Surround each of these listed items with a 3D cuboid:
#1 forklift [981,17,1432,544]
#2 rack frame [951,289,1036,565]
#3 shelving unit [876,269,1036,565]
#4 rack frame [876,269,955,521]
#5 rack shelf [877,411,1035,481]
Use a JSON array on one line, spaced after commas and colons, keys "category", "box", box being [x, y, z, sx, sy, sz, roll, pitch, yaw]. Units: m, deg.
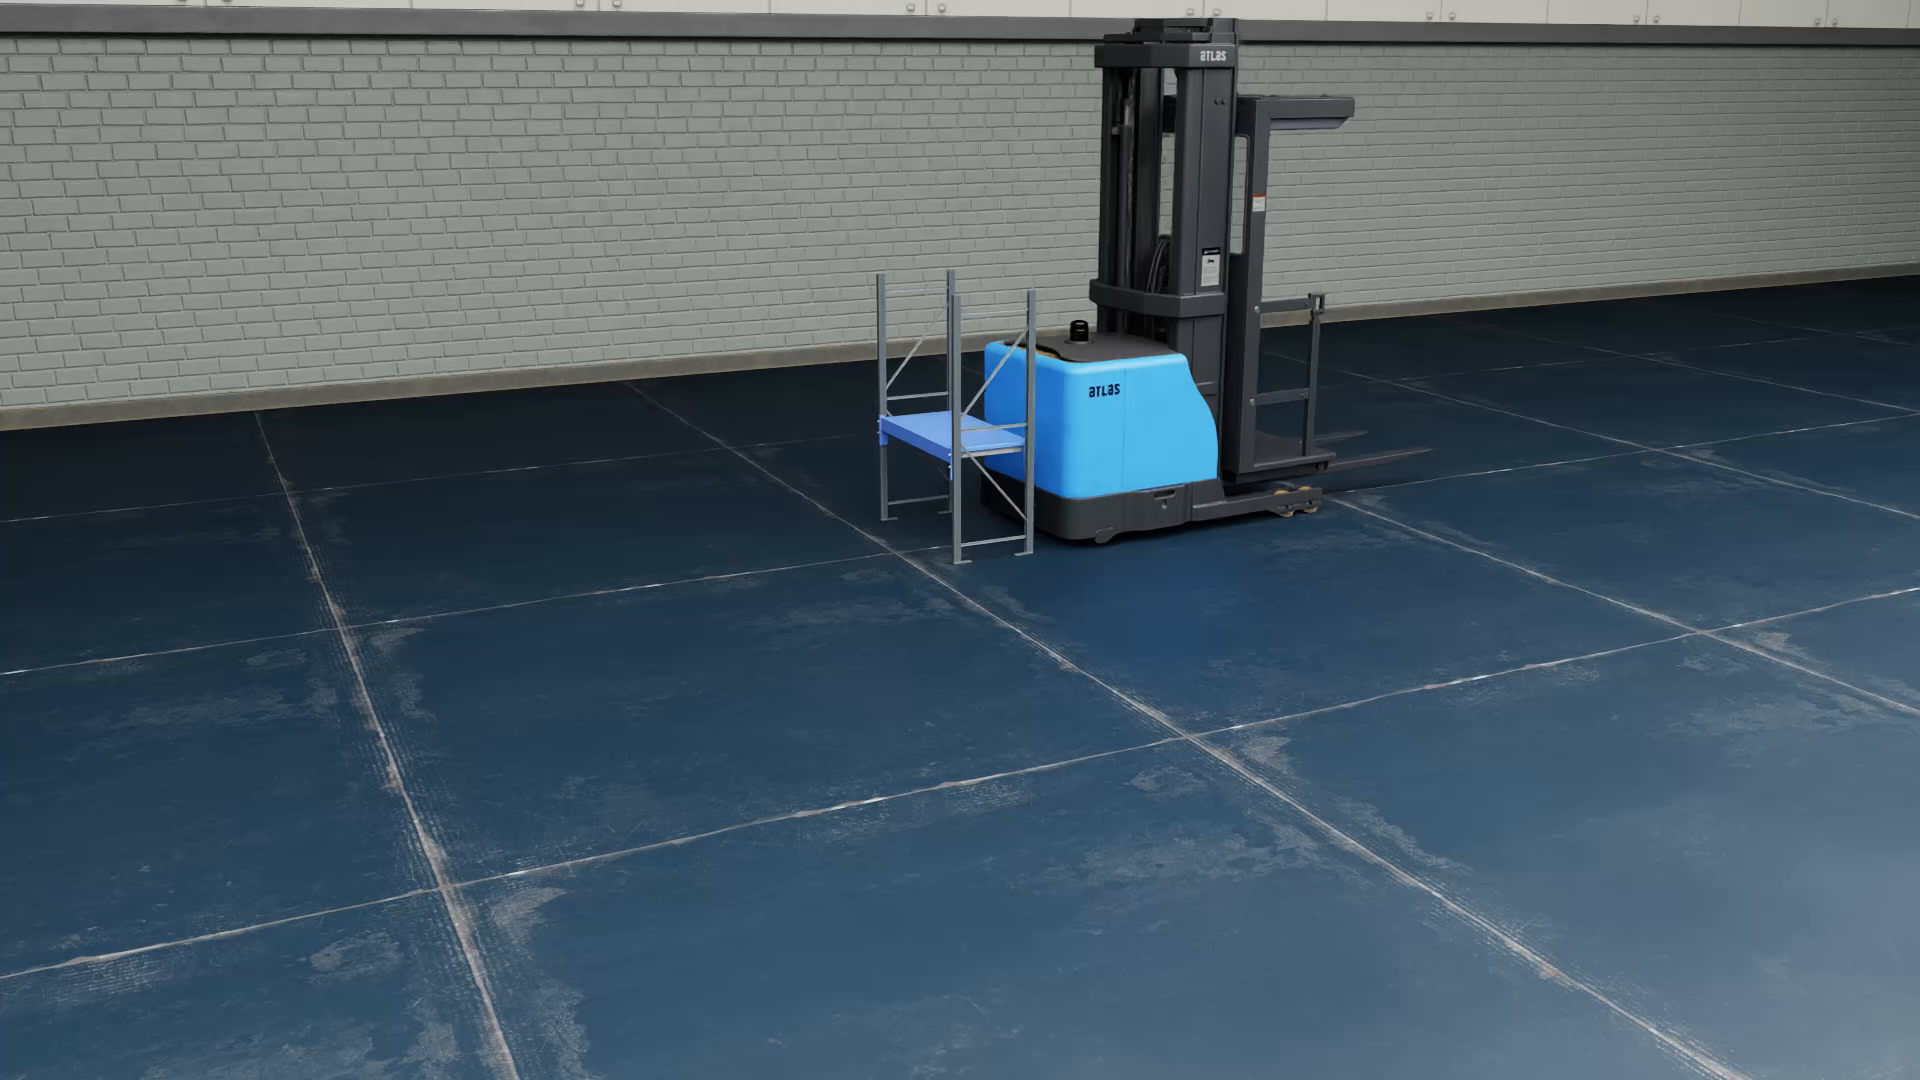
[{"category": "forklift", "box": [1.664, -1.665, 10.239, 3.031, 2.935, 1.130, -9, 18, -29]}, {"category": "rack frame", "box": [0.185, -0.616, 9.178, 0.500, 1.500, 0.032, -8, 18, -25]}, {"category": "shelving unit", "box": [-0.037, -0.742, 9.617, 0.538, 1.500, 1.048, -8, 18, -25]}, {"category": "rack frame", "box": [-0.260, -0.868, 10.057, 0.500, 1.500, 0.032, -8, 18, -25]}, {"category": "rack shelf", "box": [-0.037, -0.569, 9.667, 0.538, 0.185, 1.000, -8, 18, -25]}]
